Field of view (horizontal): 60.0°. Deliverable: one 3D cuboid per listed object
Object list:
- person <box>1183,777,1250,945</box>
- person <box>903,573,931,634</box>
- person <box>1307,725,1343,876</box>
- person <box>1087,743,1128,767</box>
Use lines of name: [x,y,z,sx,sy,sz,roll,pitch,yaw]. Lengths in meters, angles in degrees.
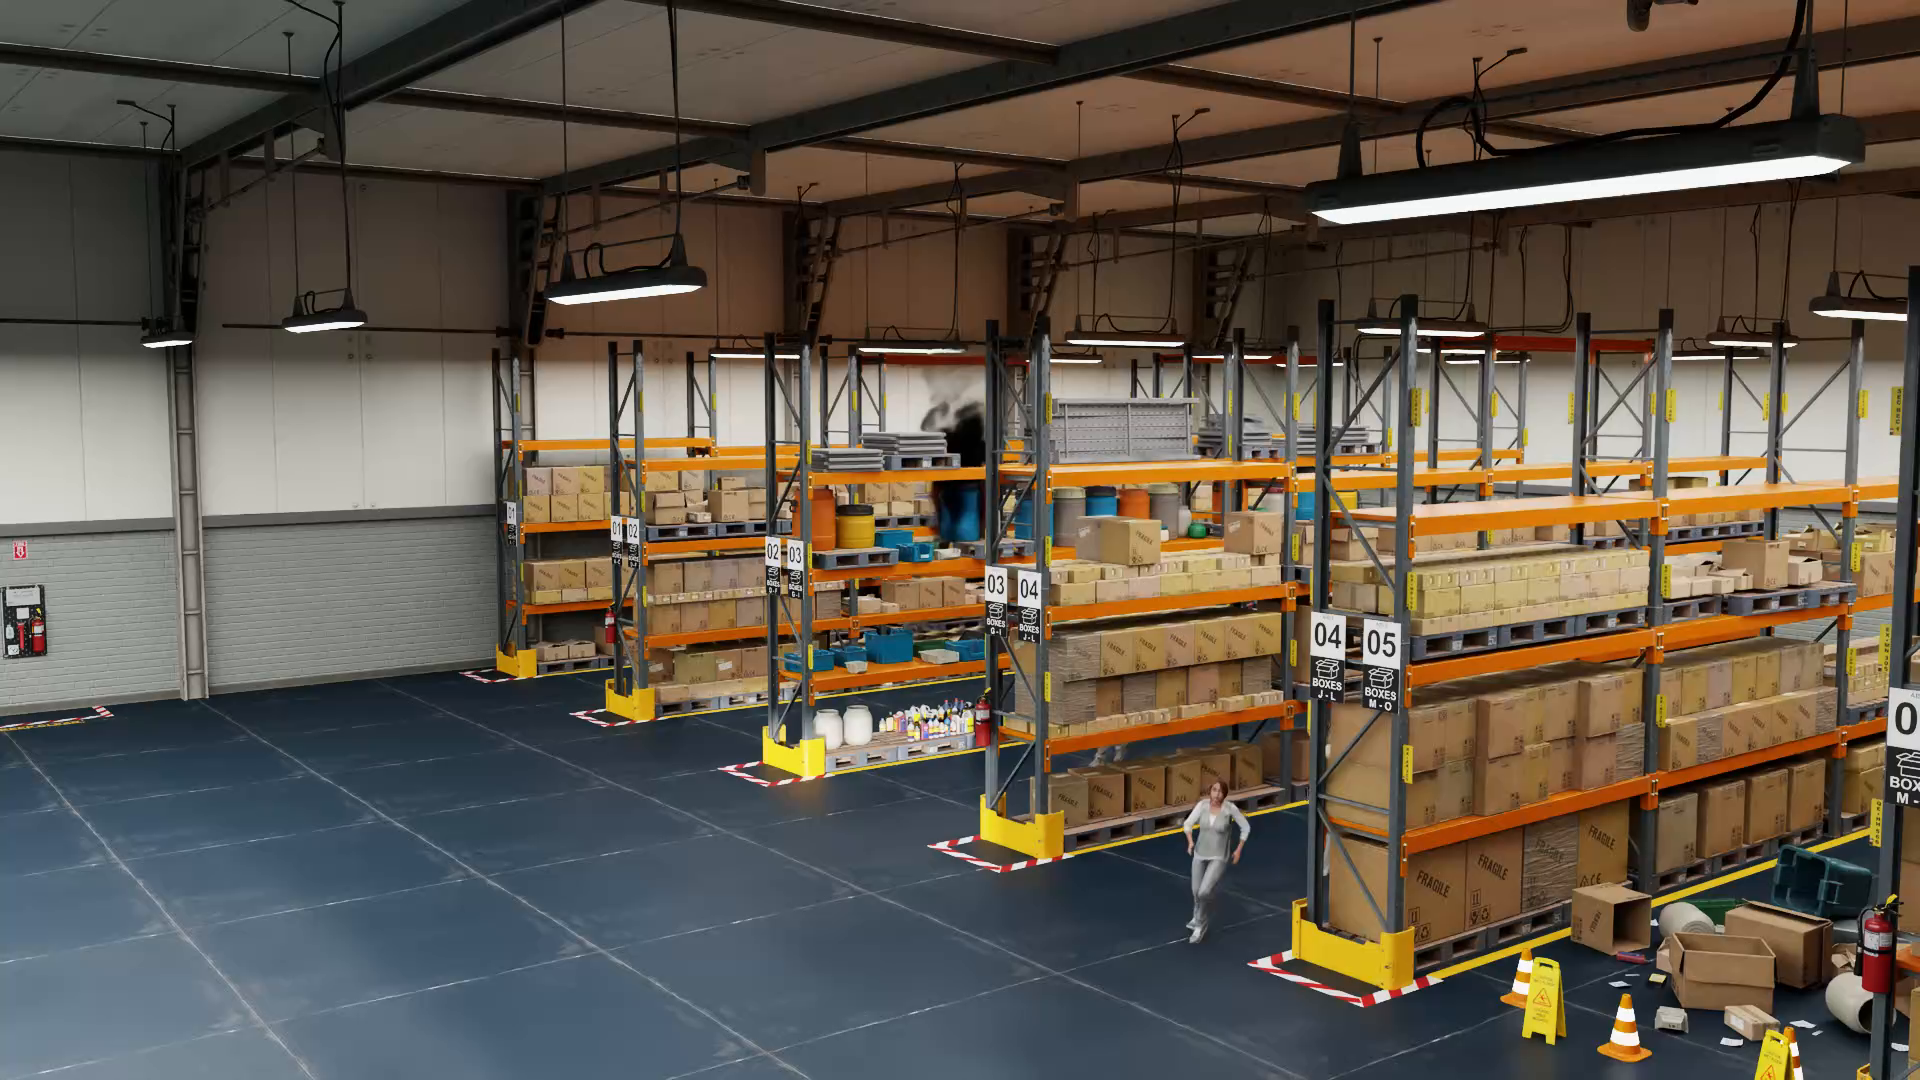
person: [2.386,3.013,15.671,0.602,1.587,0.614,3,6,31]
person: [-0.856,1.377,32.967,0.982,1.789,0.683,-5,7,-43]
person: [4.073,2.785,18.004,0.572,1.631,0.636,4,7,41]
person: [1.916,2.071,21.695,0.893,1.811,0.695,-5,7,-43]
